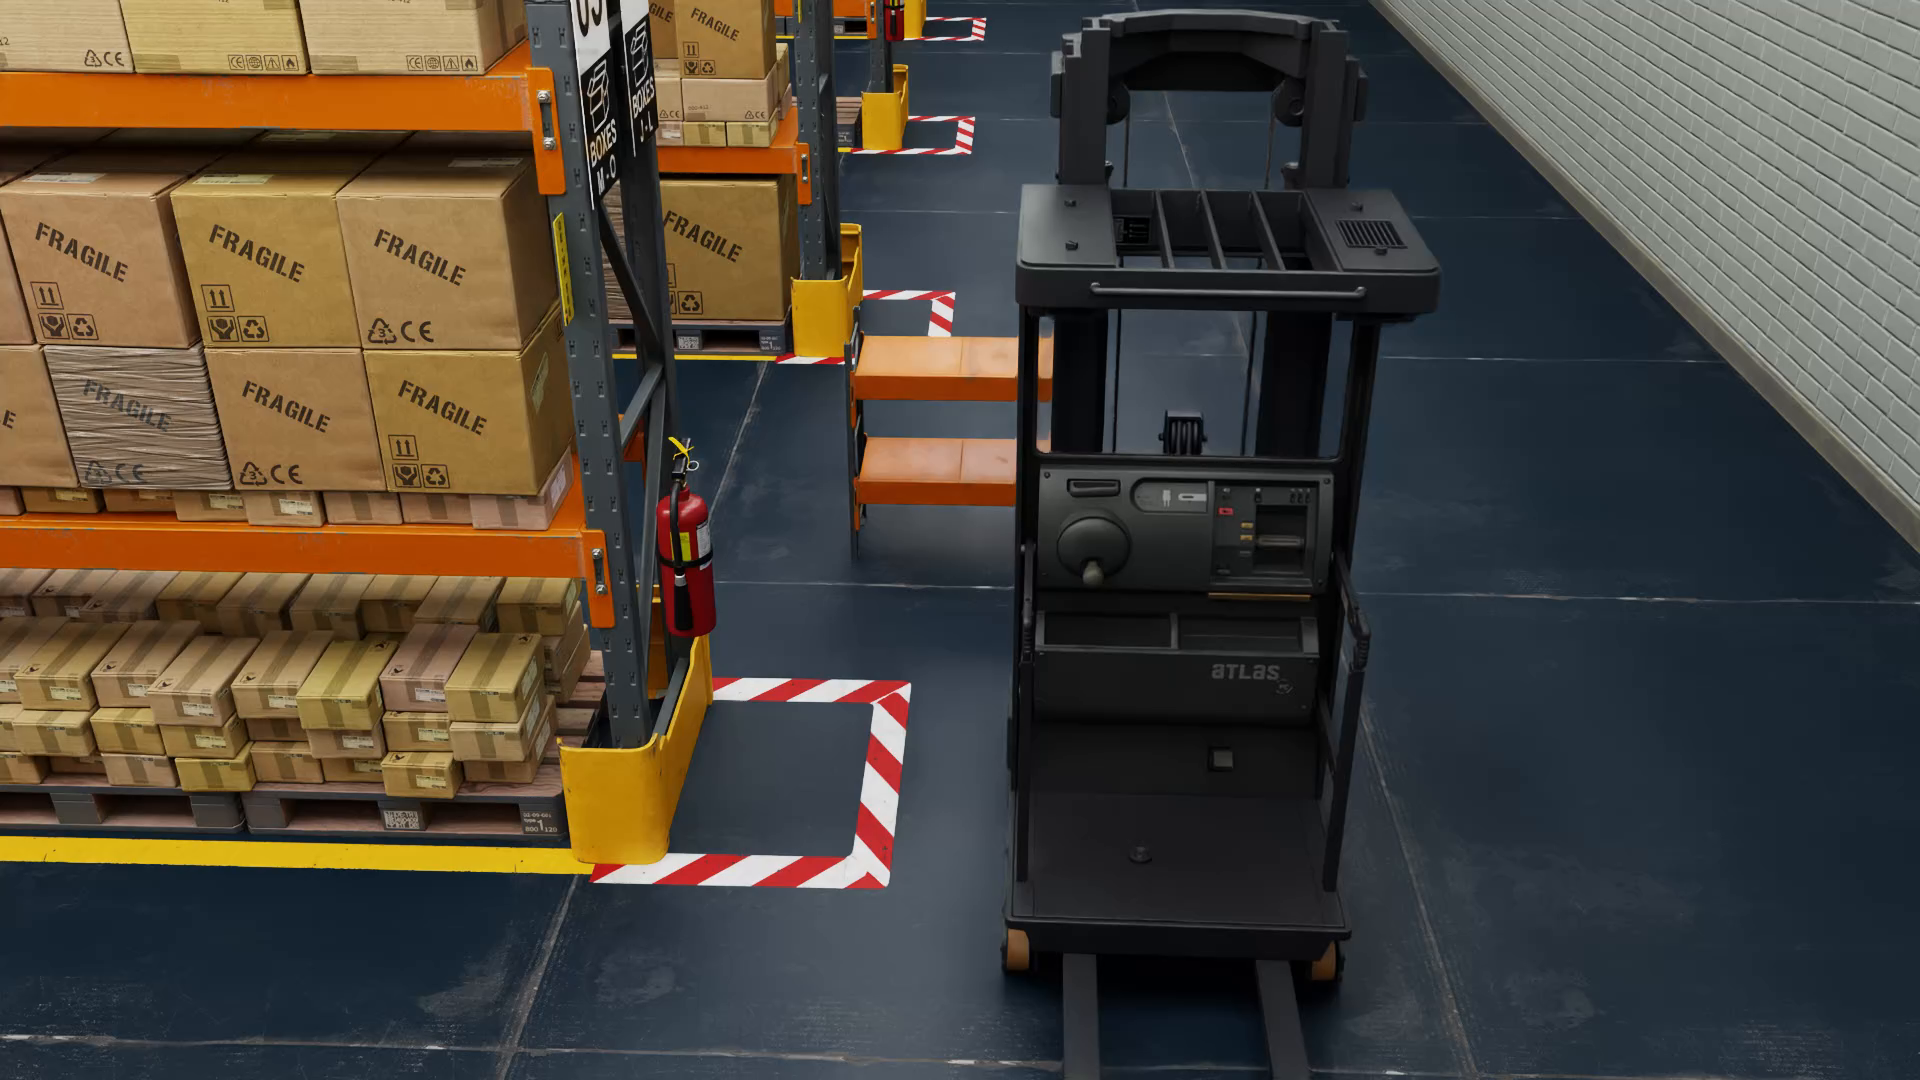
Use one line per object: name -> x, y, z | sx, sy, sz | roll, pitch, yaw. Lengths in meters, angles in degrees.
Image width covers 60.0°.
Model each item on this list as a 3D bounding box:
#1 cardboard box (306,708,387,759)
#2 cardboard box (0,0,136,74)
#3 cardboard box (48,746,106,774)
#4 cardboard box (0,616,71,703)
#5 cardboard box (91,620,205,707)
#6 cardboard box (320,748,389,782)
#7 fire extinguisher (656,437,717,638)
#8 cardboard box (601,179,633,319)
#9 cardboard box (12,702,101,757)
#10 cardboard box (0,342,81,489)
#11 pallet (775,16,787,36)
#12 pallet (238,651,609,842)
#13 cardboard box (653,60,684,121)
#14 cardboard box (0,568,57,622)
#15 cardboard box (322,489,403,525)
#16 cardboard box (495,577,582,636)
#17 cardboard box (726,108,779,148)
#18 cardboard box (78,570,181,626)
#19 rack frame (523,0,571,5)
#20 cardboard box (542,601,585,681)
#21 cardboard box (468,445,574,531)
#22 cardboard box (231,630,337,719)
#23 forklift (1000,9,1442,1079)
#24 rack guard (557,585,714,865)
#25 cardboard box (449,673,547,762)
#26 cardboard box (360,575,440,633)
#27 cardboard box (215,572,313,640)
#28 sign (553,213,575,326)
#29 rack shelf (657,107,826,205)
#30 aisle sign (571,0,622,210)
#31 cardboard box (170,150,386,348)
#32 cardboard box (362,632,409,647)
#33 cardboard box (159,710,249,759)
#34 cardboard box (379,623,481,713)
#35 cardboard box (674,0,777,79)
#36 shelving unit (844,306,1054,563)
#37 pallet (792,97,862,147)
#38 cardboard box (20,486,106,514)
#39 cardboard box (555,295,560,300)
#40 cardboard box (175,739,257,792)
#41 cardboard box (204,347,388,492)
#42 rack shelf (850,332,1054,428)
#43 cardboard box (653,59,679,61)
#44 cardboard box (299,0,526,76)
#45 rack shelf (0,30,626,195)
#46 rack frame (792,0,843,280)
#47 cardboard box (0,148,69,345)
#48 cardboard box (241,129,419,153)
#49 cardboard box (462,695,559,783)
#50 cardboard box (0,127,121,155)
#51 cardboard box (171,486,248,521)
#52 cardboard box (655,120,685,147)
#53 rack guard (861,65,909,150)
cardboard box -> -2.210, 0.638, 6.122 | 0.250, 0.149, 0.380 | 0, 28, 0
cardboard box -> -2.622, -1.584, 4.993 | 0.500, 0.250, 0.500 | 2, 28, 4
cardboard box -> -3.235, 0.713, 6.297 | 0.250, 0.149, 0.380 | 2, 28, 3
cardboard box -> -3.498, 0.441, 6.175 | 0.250, 0.149, 0.380 | 0, 28, 0
cardboard box -> -2.990, 0.455, 6.150 | 0.250, 0.149, 0.380 | 0, 28, 0
cardboard box -> -2.208, 0.739, 6.248 | 0.250, 0.149, 0.380 | 1, 28, 2
fire extinguisher -> -0.917, -0.003, 5.533 | 0.183, 0.674, 0.296 | 1, 28, 2
cardboard box -> -2.429, -1.977, 10.597 | 0.875, 0.875, 0.875 | 1, 28, 2
cardboard box -> -3.260, 0.631, 6.135 | 0.250, 0.149, 0.380 | 1, 28, 2
cardboard box -> -3.131, -0.512, 5.590 | 0.500, 0.500, 0.500 | 2, 28, 4
pallet -> -2.612, -6.182, 19.687 | 1.213, 0.211, 1.003 | 1, 28, 2
pallet -> -2.040, 0.779, 6.555 | 1.213, 0.211, 1.003 | 1, 28, 2
cardboard box -> -1.877, -2.700, 9.982 | 0.500, 0.250, 0.500 | 0, 28, 1
cardboard box -> -3.749, 0.196, 6.639 | 0.250, 0.149, 0.380 | 0, 28, -1
cardboard box -> -1.987, -0.203, 5.698 | 0.250, 0.149, 0.380 | 1, 28, 1
cardboard box -> -1.665, 0.222, 6.590 | 0.250, 0.149, 0.380 | 0, 28, -1
cardboard box -> -1.244, -2.483, 9.999 | 0.250, 0.149, 0.380 | 1, 28, 3
cardboard box -> -3.235, 0.250, 6.537 | 0.250, 0.149, 0.380 | 1, 28, 2
rack frame -> -1.153, -3.073, 4.438 | 0.127, 3.000, 1.000 | 1, 28, 2
cardboard box -> -1.667, 0.392, 6.586 | 0.250, 0.149, 0.380 | 2, 28, 4
cardboard box -> -1.489, -0.184, 5.663 | 0.250, 0.149, 0.380 | 1, 28, 2
cardboard box -> -2.460, 0.489, 6.085 | 0.250, 0.149, 0.380 | 0, 28, 0
forklift -> 0.708, 0.007, 5.107 | 1.130, 2.935, 3.031 | 1, 28, 3
rack guard -> -1.229, 0.681, 6.431 | 0.348, 0.500, 1.175 | 1, 28, 2
cardboard box -> -1.690, 0.646, 6.107 | 0.250, 0.149, 0.380 | 0, 28, 0
cardboard box -> -2.192, 0.209, 6.613 | 0.250, 0.149, 0.380 | 1, 28, 2
cardboard box -> -2.719, 0.235, 6.565 | 0.250, 0.149, 0.380 | 2, 28, 4
sign -> -1.193, -0.814, 5.009 | 0.005, 0.325, 0.100 | 1, 28, 2
rack shelf -> -2.876, -2.457, 10.451 | 4.000, 0.370, 1.077 | 1, 28, 2
aisle sign -> -1.091, -1.429, 4.967 | 0.004, 0.787, 0.394 | 1, 28, 2
cardboard box -> -2.125, -0.939, 5.327 | 0.500, 0.500, 0.500 | 0, 28, 0
cardboard box -> -2.187, 0.398, 6.574 | 0.250, 0.149, 0.380 | 1, 28, 2
cardboard box -> -2.728, 0.635, 6.127 | 0.250, 0.149, 0.380 | 1, 28, 3
cardboard box -> -1.940, 0.468, 6.125 | 0.250, 0.149, 0.380 | 1, 28, 3
cardboard box -> -1.373, -3.023, 9.793 | 0.500, 0.500, 0.500 | 1, 28, 2
shelving unit -> 0.007, -0.497, 7.986 | 1.048, 1.125, 0.538 | 1, 28, 2
pallet -> -1.525, -3.860, 15.306 | 1.213, 0.211, 1.003 | 1, 28, 2
cardboard box -> -3.039, -0.243, 5.775 | 0.250, 0.149, 0.380 | 1, 28, 3
cardboard box -> -1.592, -0.734, 6.008 | 0.500, 0.500, 0.500 | 2, 28, 4
cardboard box -> -2.712, 0.767, 6.197 | 0.250, 0.149, 0.380 | 0, 28, 0
cardboard box -> -2.126, -0.495, 5.558 | 0.500, 0.500, 0.500 | 1, 28, 1
rack shelf -> 0.007, -0.755, 7.849 | 1.000, 0.278, 0.538 | 1, 28, 2
cardboard box -> -1.867, -2.947, 10.449 | 0.500, 0.250, 0.500 | 1, 28, 1
cardboard box -> -1.617, -1.565, 4.956 | 0.500, 0.250, 0.500 | 0, 28, 1
rack shelf -> -3.152, -1.462, 5.372 | 4.000, 0.370, 1.077 | 1, 28, 2
rack frame -> -0.877, -2.742, 10.220 | 0.127, 3.000, 1.000 | 1, 28, 2
cardboard box -> -3.174, -0.950, 5.348 | 0.500, 0.500, 0.500 | 0, 28, 0
cardboard box -> -2.097, -1.176, 5.775 | 0.500, 0.500, 0.500 | 2, 28, 3
cardboard box -> -1.686, 0.741, 6.245 | 0.250, 0.149, 0.380 | 1, 28, 3
cardboard box -> -3.125, -1.202, 5.823 | 0.500, 0.500, 0.500 | 0, 28, 0
cardboard box -> -2.505, -0.214, 5.720 | 0.250, 0.149, 0.380 | 0, 28, 0
cardboard box -> -1.756, -2.491, 10.014 | 0.250, 0.149, 0.380 | 1, 28, 2
rack guard -> -0.678, -3.962, 15.189 | 0.348, 0.500, 1.175 | 1, 28, 2
